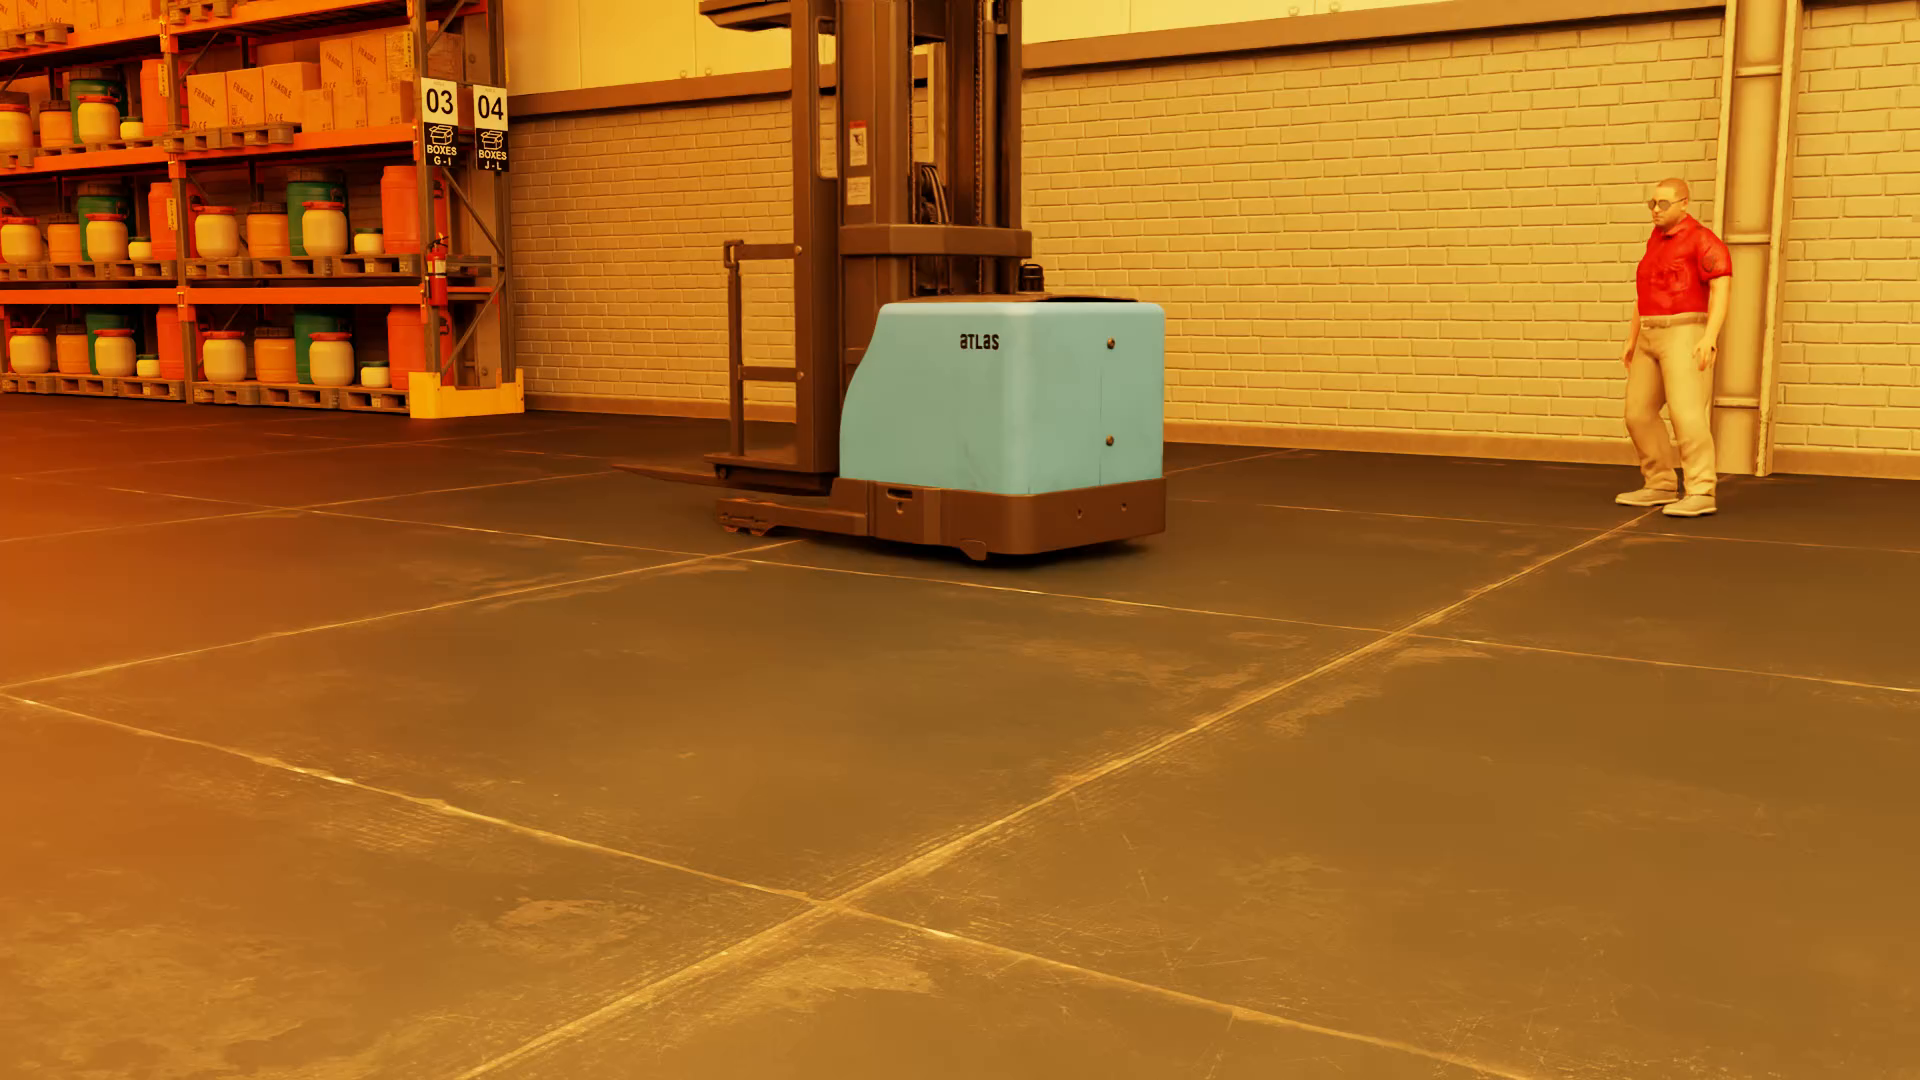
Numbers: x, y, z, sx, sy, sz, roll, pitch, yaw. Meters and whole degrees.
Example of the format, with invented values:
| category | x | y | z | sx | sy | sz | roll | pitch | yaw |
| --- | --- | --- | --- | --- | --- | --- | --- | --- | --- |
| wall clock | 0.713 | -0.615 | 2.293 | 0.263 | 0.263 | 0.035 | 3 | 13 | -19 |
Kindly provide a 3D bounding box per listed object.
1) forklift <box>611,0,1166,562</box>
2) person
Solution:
| category | x | y | z | sx | sy | sz | roll | pitch | yaw |
| --- | --- | --- | --- | --- | --- | --- | --- | --- | --- |
| forklift | -0.514 | -1.513 | 7.833 | 3.031 | 2.935 | 1.130 | 7 | 11 | 42 |
| person | 3.688 | -1.015 | 8.664 | 0.425 | 1.710 | 0.740 | -2 | 8 | -16 |
